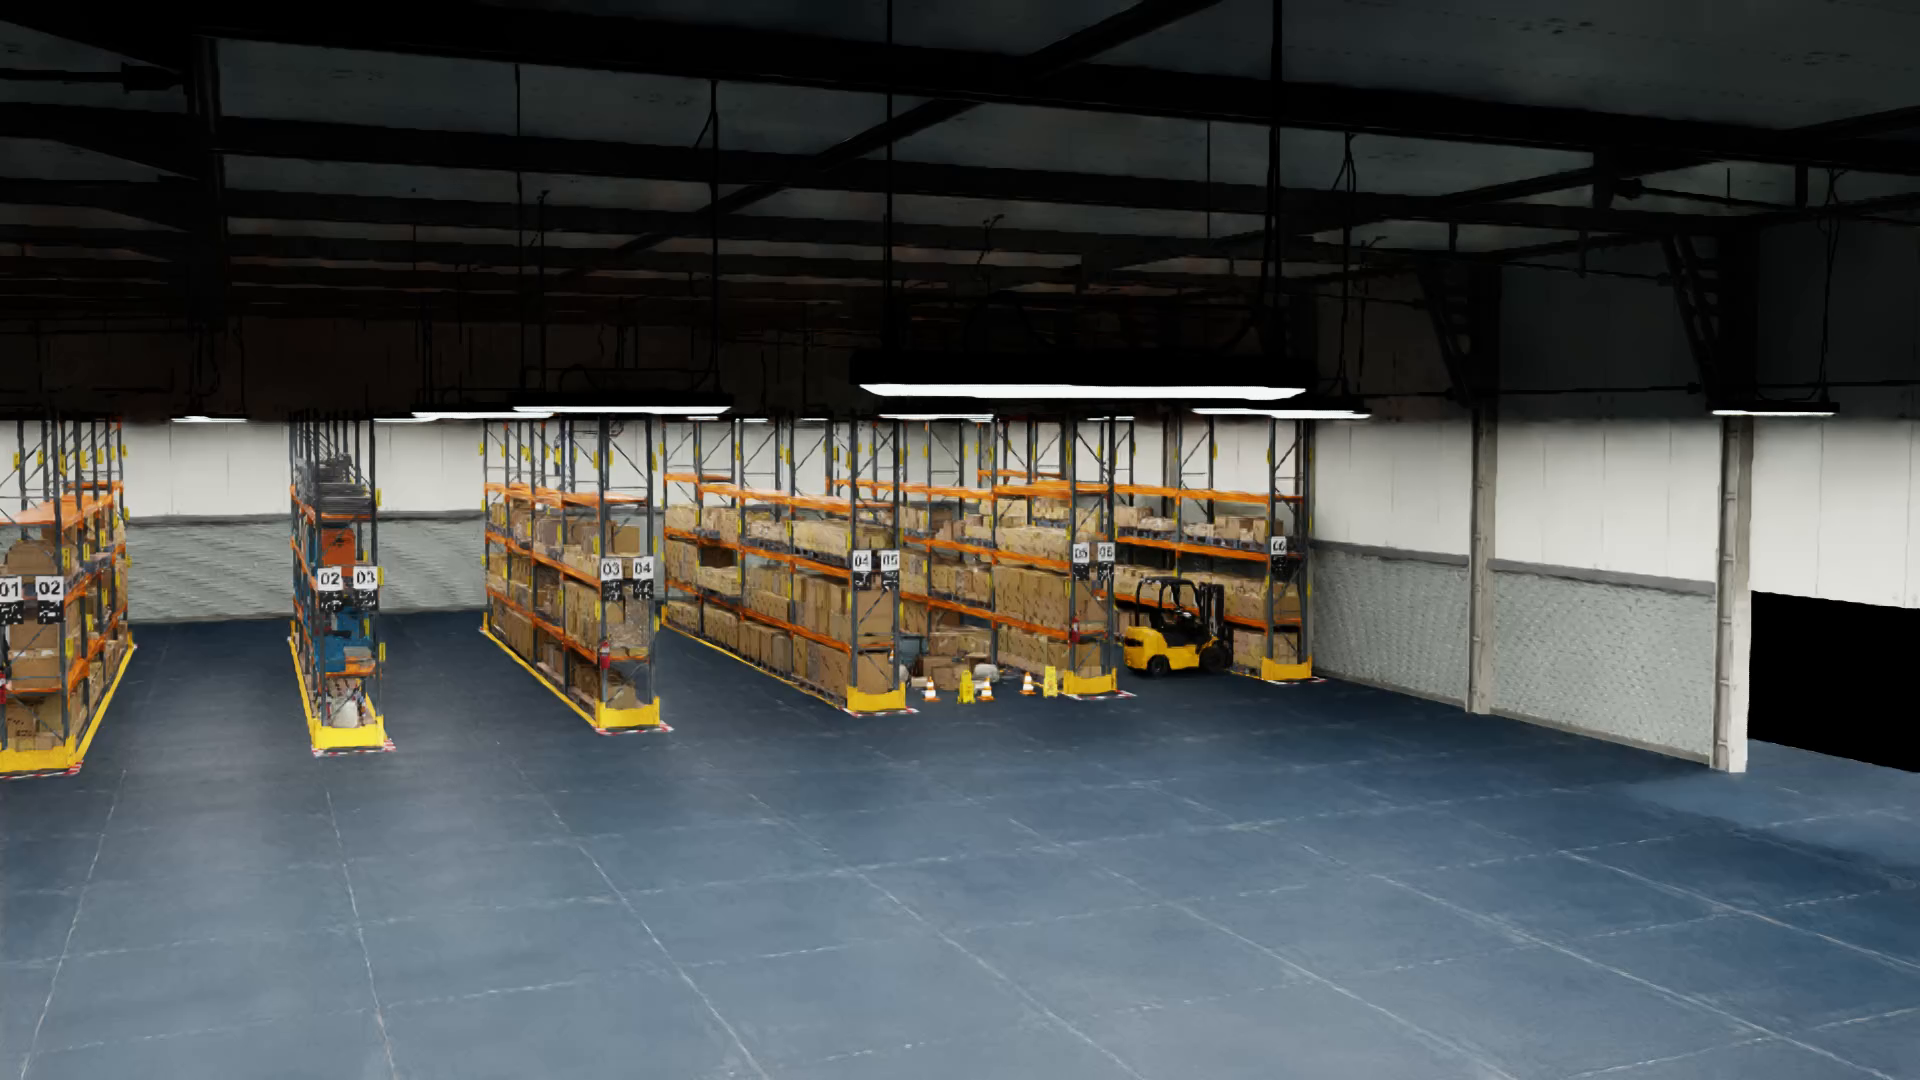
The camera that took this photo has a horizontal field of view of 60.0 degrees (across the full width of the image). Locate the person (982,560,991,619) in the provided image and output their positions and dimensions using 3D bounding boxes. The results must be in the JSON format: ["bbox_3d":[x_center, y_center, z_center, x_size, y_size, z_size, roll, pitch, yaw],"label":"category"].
[{"bbox_3d":[0.959,1.427,48.380,0.572,1.775,0.681,-1,4,-11],"label":"person"}]

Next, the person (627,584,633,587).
[{"bbox_3d":[-9.203,1.713,45.764,0.592,1.629,0.531,-2,4,-25],"label":"person"}]

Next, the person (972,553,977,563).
[{"bbox_3d":[0.652,1.111,53.077,0.657,1.782,0.442,3,5,41],"label":"person"}]

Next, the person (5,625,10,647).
[{"bbox_3d":[-21.622,2.239,38.128,0.495,1.589,1.086,-2,4,-21],"label":"person"}]
